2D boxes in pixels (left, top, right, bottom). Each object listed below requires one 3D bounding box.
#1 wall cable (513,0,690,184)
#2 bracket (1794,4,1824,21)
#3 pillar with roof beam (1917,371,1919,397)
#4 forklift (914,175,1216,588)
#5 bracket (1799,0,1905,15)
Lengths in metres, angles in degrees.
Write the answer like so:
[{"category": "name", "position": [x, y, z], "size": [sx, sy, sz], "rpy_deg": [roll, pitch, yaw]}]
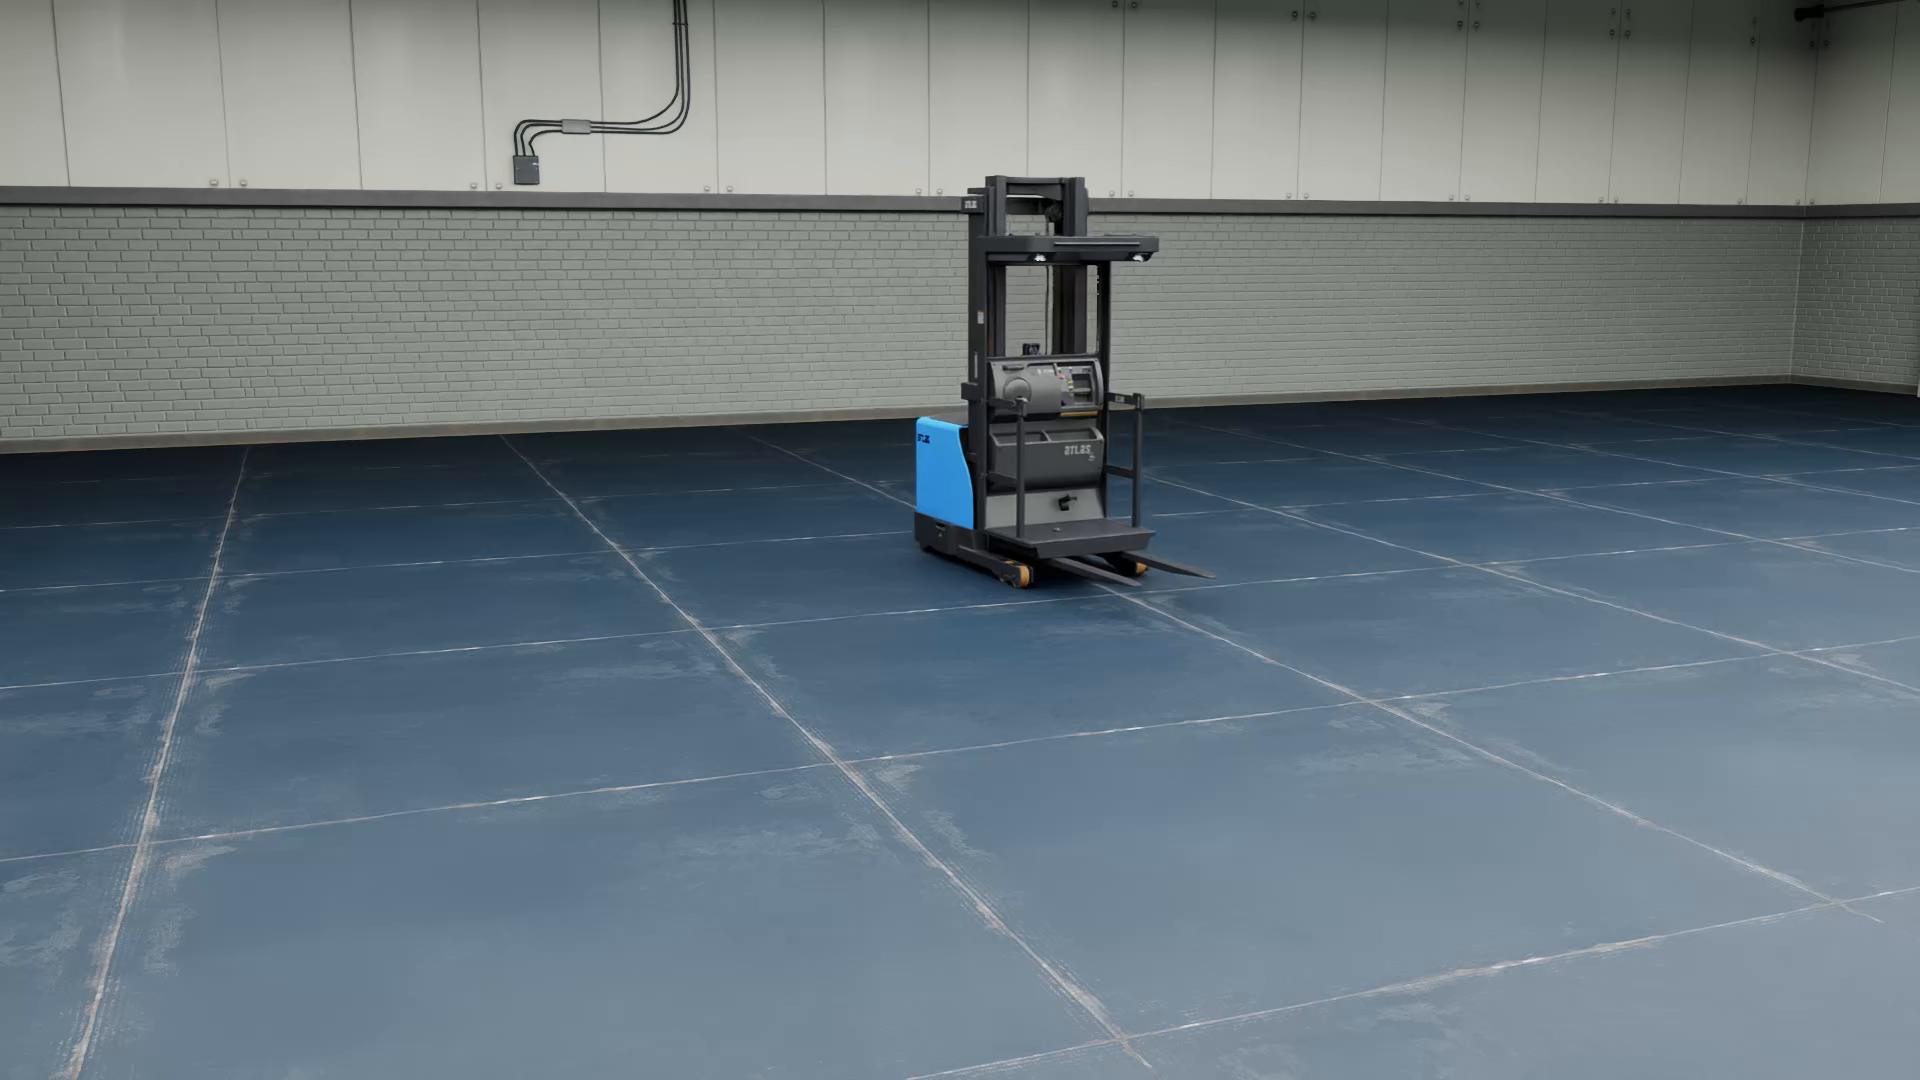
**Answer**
[{"category": "wall cable", "position": [-4.599, -7.572, 21.082], "size": [2.305, 6.003, 0.169], "rpy_deg": [-4, 11, -21]}, {"category": "bracket", "position": [14.401, -8.936, 28.185], "size": [0.235, 0.232, 0.430], "rpy_deg": [-4, 11, -21]}, {"category": "pillar with roof beam", "position": [11.728, -6.459, 24.535], "size": [9.100, 9.000, 0.400], "rpy_deg": [-4, 11, -21]}, {"category": "forklift", "position": [0.751, -1.186, 12.220], "size": [1.130, 2.935, 3.031], "rpy_deg": [-5, 11, -27]}, {"category": "bracket", "position": [14.615, -8.840, 27.643], "size": [0.076, 0.066, 3.189], "rpy_deg": [-4, 11, -21]}]
